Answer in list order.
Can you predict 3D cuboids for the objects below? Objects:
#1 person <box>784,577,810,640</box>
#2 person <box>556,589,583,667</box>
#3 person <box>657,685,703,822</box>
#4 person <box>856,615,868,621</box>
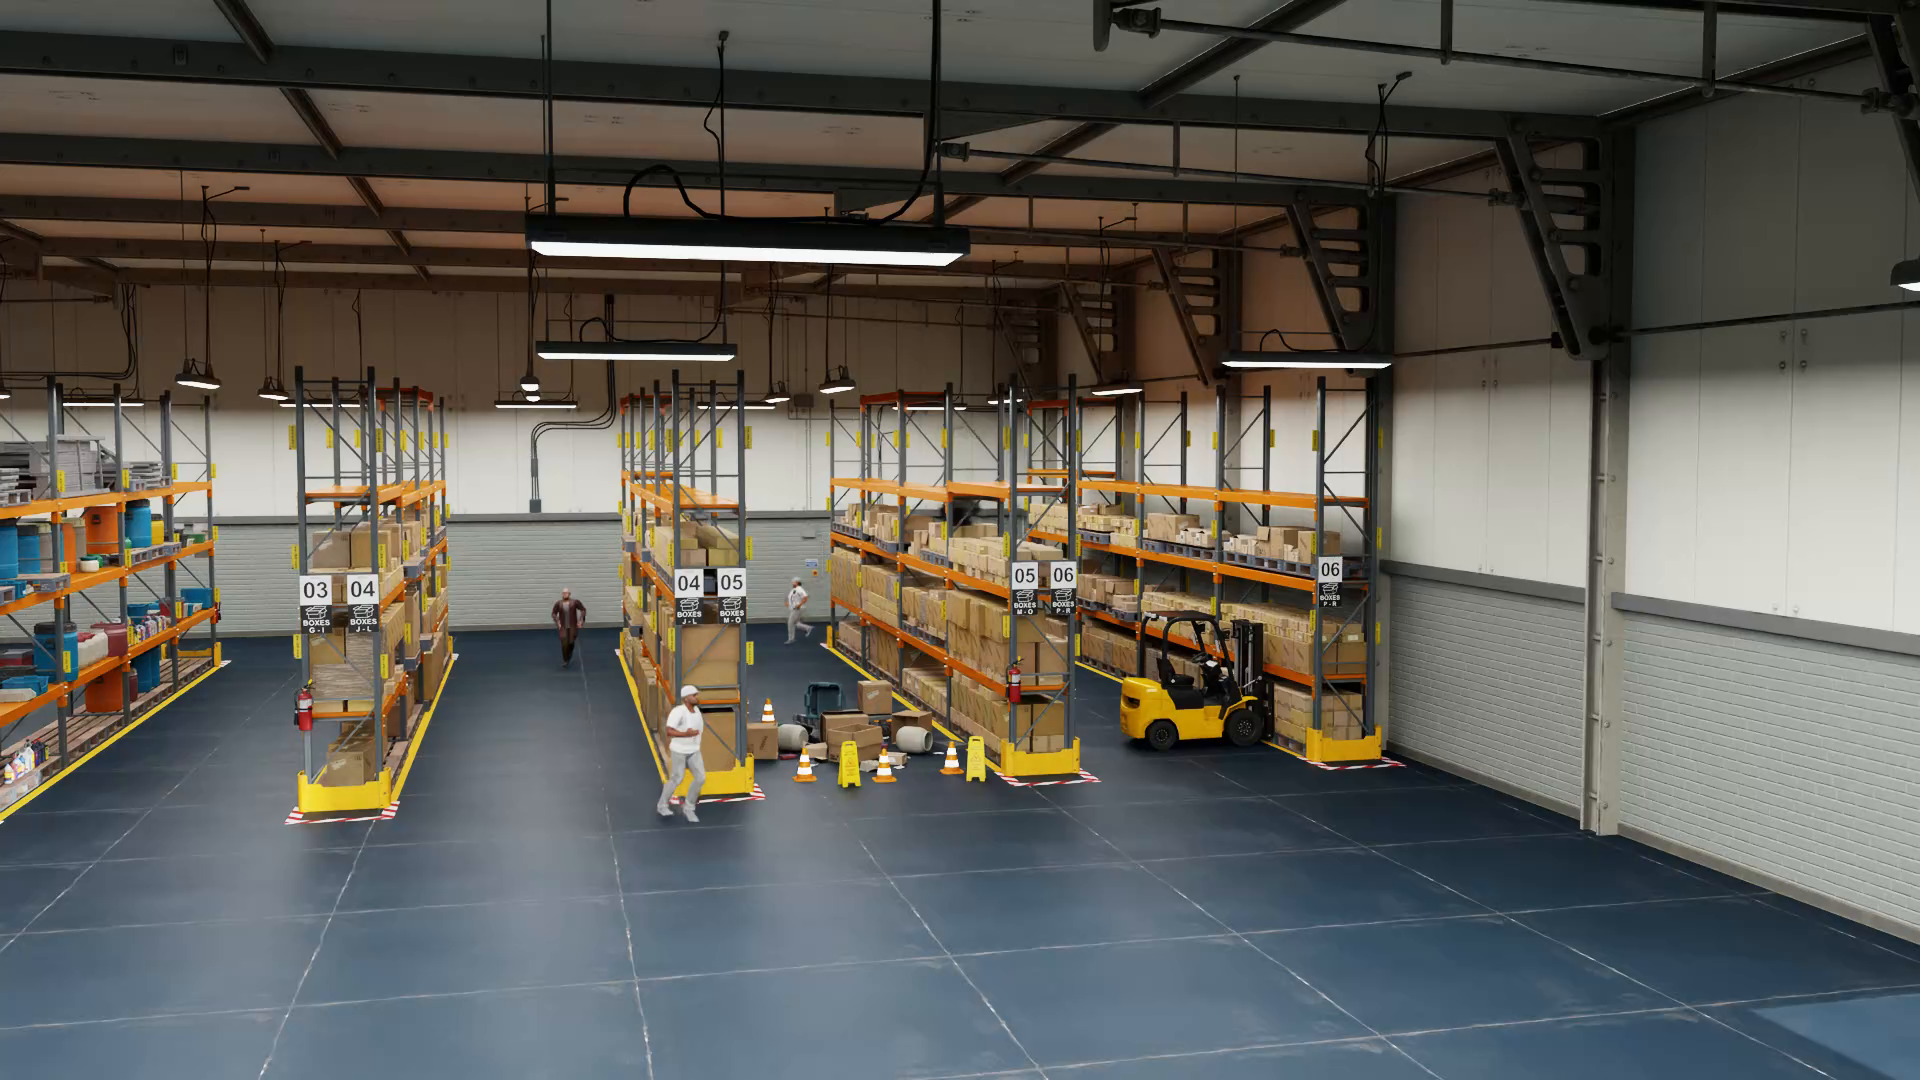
[{"bbox_3d":[-4.000,1.701,41.207,0.655,1.551,0.607,-1,4,-22],"label":"person"},{"bbox_3d":[-8.697,1.941,36.921,0.702,1.740,0.700,0,3,-6],"label":"person"},{"bbox_3d":[-3.654,2.826,22.045,0.632,1.819,0.665,2,4,36],"label":"person"},{"bbox_3d":[-2.336,1.690,41.584,0.553,1.668,0.719,1,4,23],"label":"person"}]
